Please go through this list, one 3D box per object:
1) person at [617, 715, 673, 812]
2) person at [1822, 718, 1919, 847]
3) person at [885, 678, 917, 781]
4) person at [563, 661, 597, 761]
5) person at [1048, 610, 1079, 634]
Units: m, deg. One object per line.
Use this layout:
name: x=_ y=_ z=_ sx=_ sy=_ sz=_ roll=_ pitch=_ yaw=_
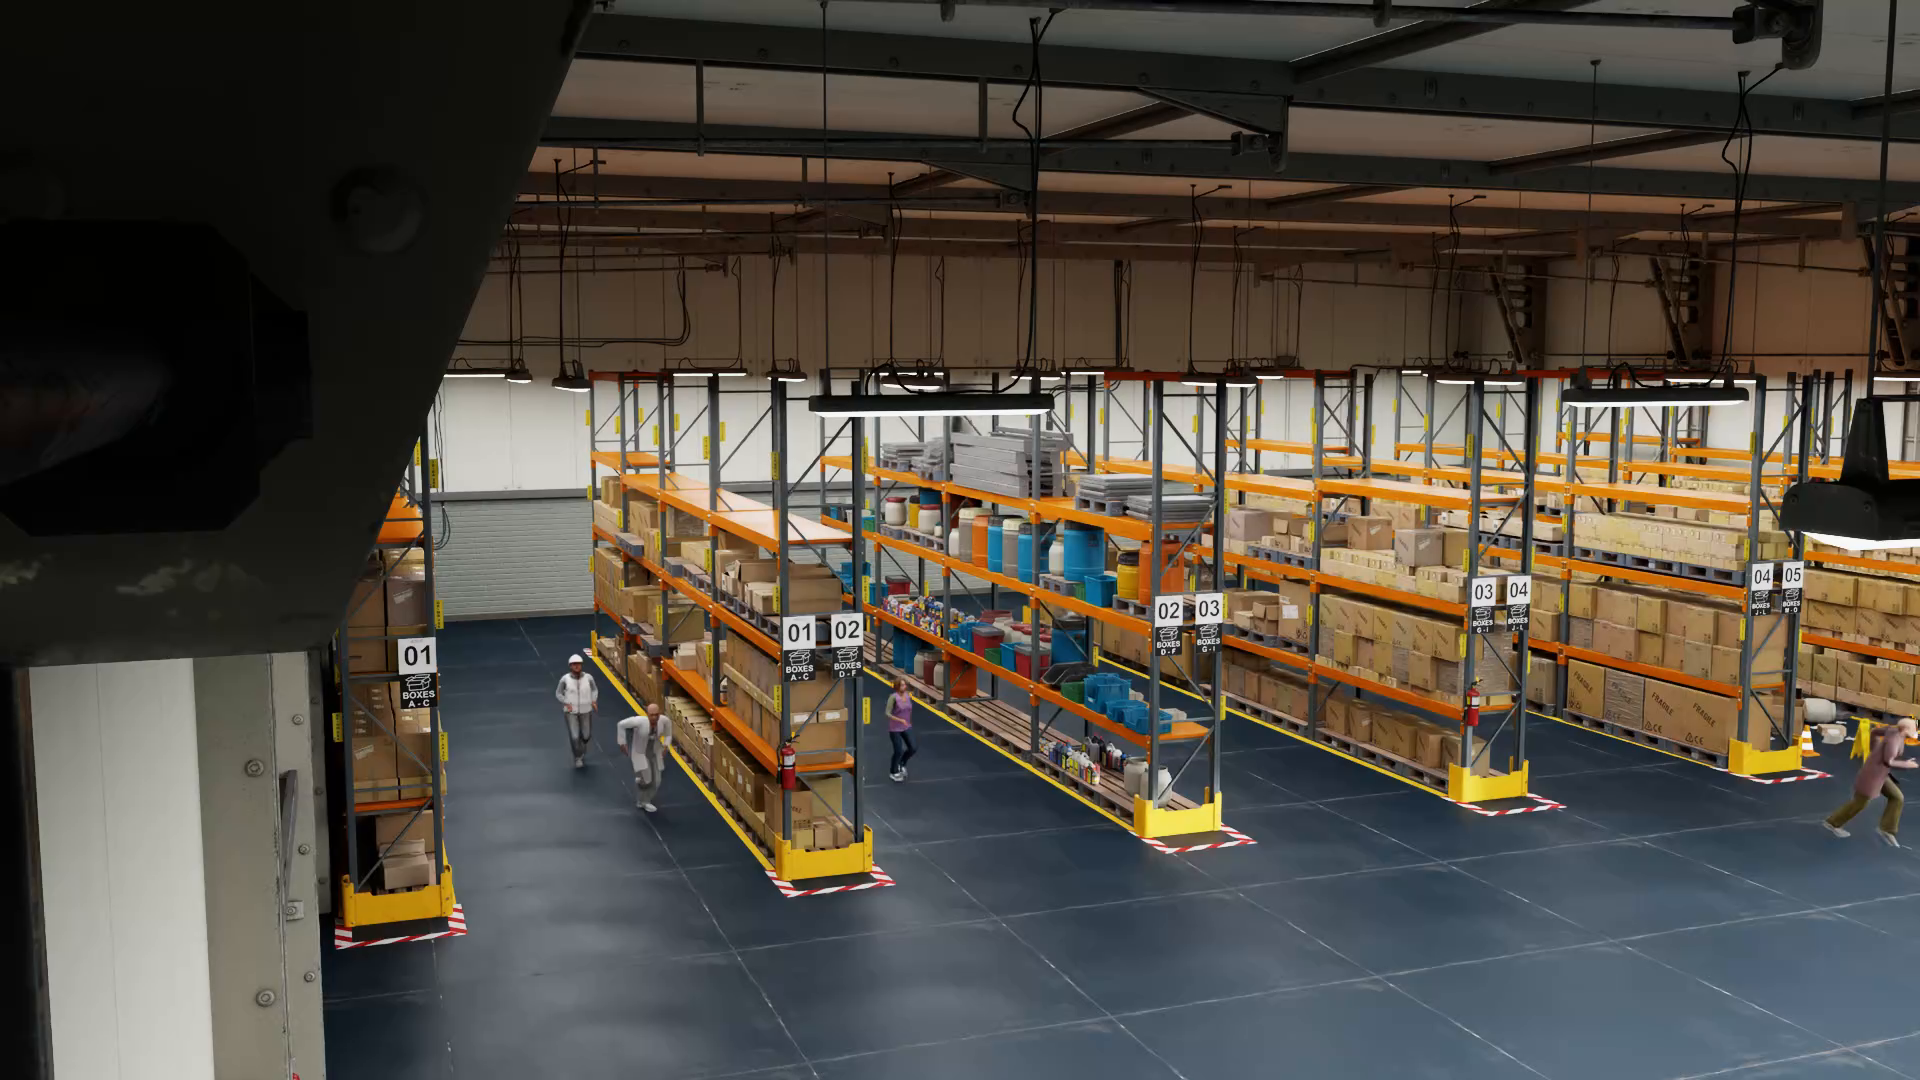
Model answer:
person: x=-4.352 y=3.082 z=22.927 sx=0.736 sy=1.418 sz=0.731 roll=-3 pitch=7 yaw=-28
person: x=11.819 y=3.125 z=21.562 sx=1.071 sy=1.737 sz=0.713 roll=4 pitch=7 yaw=29
person: x=-0.867 y=2.808 z=24.575 sx=0.539 sy=1.566 sz=0.576 roll=-5 pitch=8 yaw=-37
person: x=-5.866 y=2.619 z=25.624 sx=0.537 sy=1.617 sz=0.544 roll=-2 pitch=7 yaw=-19
person: x=1.955 y=2.095 z=30.824 sx=0.642 sy=1.669 sz=0.802 roll=-4 pitch=7 yaw=-30
